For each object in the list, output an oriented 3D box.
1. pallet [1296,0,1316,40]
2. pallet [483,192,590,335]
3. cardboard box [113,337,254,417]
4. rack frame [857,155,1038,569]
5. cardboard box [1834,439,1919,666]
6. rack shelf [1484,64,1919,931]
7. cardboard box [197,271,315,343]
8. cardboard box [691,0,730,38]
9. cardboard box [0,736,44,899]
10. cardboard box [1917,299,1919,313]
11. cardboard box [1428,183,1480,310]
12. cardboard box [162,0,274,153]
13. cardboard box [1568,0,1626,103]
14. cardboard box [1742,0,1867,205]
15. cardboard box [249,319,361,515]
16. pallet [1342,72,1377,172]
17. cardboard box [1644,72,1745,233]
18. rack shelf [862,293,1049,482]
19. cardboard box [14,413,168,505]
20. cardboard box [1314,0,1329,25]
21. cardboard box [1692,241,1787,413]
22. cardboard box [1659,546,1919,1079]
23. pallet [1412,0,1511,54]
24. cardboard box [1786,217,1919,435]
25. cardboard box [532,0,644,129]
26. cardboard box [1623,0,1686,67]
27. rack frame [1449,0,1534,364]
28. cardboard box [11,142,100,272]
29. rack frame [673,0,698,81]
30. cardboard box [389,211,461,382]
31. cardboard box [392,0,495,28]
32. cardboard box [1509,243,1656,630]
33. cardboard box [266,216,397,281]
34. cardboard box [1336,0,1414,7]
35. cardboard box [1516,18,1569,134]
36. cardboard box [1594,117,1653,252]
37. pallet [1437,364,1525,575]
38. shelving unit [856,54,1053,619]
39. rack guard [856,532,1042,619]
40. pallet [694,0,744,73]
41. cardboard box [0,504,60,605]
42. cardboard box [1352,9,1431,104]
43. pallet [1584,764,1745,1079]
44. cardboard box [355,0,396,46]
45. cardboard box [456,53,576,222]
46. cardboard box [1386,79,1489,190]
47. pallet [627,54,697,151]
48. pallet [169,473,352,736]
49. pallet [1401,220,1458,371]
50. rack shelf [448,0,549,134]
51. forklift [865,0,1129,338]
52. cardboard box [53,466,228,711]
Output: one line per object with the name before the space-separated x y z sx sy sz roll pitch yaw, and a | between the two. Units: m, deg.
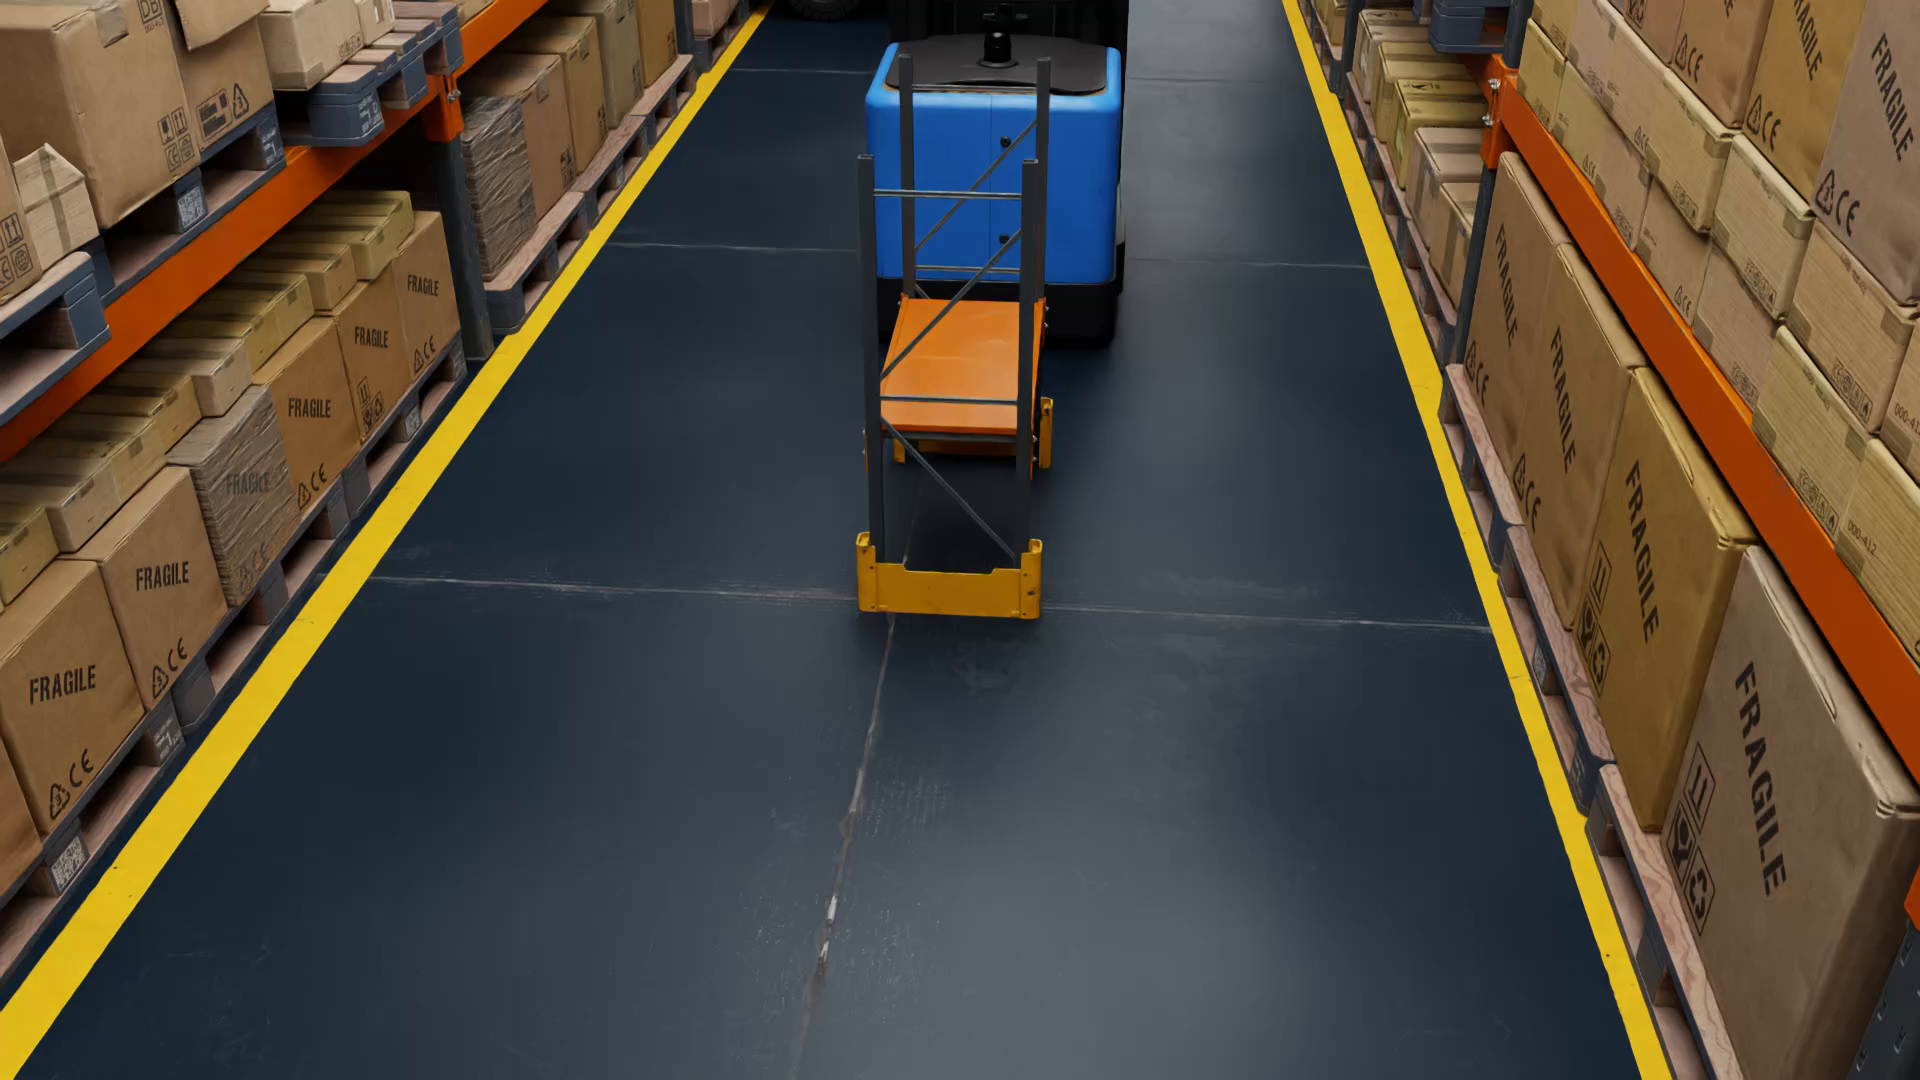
pallet | 2.914 -3.755 11.642 1.003 0.211 1.213 2 32 4
pallet | -2.369 -1.310 7.674 1.003 0.211 1.213 2 32 4
cardboard box | -2.399 -0.498 5.062 0.380 0.149 0.250 1 32 2
rack frame | -0.034 -0.417 4.998 0.500 1.500 0.032 2 32 4
cardboard box | 1.932 0.052 2.949 0.500 0.250 0.500 2 32 3
rack shelf | 2.310 -0.506 4.398 1.077 0.370 4.000 2 32 4
cardboard box | -2.386 -0.774 5.511 0.380 0.149 0.250 3 32 5
cardboard box | -1.780 -3.407 10.640 0.500 0.250 0.500 3 32 4
cardboard box | -2.537 0.666 3.793 0.500 0.500 0.500 4 32 6
cardboard box | 1.933 -0.479 2.620 0.500 0.500 0.500 3 32 6
cardboard box | 2.529 -1.213 6.964 0.950 0.372 0.625 0 32 1
cardboard box | -2.423 -1.429 4.712 0.797 0.503 0.637 2 32 3
cardboard box | 2.142 -1.482 4.963 0.500 0.250 0.500 3 32 5
cardboard box | 2.029 -1.014 3.488 0.500 0.500 0.500 3 32 5
cardboard box | -2.386 -0.417 5.551 0.500 0.500 0.500 4 32 6
pallet | 2.736 -2.355 9.371 1.003 0.211 1.213 2 32 4
cardboard box | 2.035 -0.958 4.111 0.500 0.250 0.500 3 32 5
rack shelf | 0.007 -0.530 5.523 0.538 0.185 1.000 2 32 4
cardboard box | -2.462 -0.229 4.626 0.380 0.149 0.250 4 32 6
cardboard box | 2.612 -3.557 10.884 0.500 0.250 0.500 2 32 3
cardboard box | 2.035 -0.477 3.808 0.500 0.250 0.500 2 32 3
cardboard box | 2.118 0.632 3.491 0.875 0.875 0.875 3 32 6
pallet | 2.424 -2.154 6.568 1.213 0.211 1.003 2 32 4
cardboard box | 1.974 -0.418 3.236 0.500 0.250 0.500 3 32 5
cardboard box | -2.251 -2.649 9.052 0.875 0.625 0.625 2 32 3
cardboard box | 2.100 -1.549 4.356 0.500 0.500 0.500 3 32 5
rack frame | 2.473 -1.858 5.906 1.000 3.000 0.127 2 32 4
cardboard box | -2.305 -0.808 3.930 0.396 0.266 0.258 4 32 6
rack frame | -2.149 -4.160 9.641 1.000 3.000 0.127 2 32 4
cardboard box | -2.295 -0.952 6.419 0.500 0.500 0.500 3 32 5
cardboard box | -2.195 -2.226 6.646 0.500 0.250 0.500 3 32 4
cardboard box | 2.257 -0.308 5.016 0.875 0.875 0.875 3 32 5
cardboard box | -2.254 -1.046 5.952 0.380 0.149 0.250 1 32 1
cardboard box | 2.579 -3.598 10.235 0.500 0.500 0.500 2 32 3
cardboard box | 2.182 -1.549 5.547 0.500 0.250 0.500 2 32 3
cardboard box | 2.109 -1.006 4.666 0.500 0.250 0.500 3 32 6
pallet | 2.333 -0.262 5.974 1.003 0.211 1.213 2 32 4
shelving unit | 0.006 -0.678 5.421 0.587 1.500 1.083 2 32 4
rack guard | -0.034 0.114 5.327 0.587 0.250 0.087 2 32 4
pallet | -2.043 -3.387 11.044 1.003 0.211 1.213 2 32 4
cardboard box | -2.542 0.030 4.207 0.380 0.149 0.250 2 32 3
cardboard box | 2.758 -2.735 9.434 0.950 0.372 0.625 3 32 5
pallet | 2.135 1.014 3.903 1.003 0.211 1.213 2 32 4
cardboard box | -2.146 -1.780 5.619 0.380 0.149 0.250 3 32 5
cardboard box | -2.365 -1.904 7.843 0.875 0.625 0.625 3 32 6
cardboard box | 2.648 -1.996 8.234 0.950 0.372 0.625 3 32 6
pallet | -2.170 -2.586 9.745 1.003 0.211 1.213 2 32 4
pallet | -2.675 0.144 5.315 1.003 0.211 1.213 2 32 4
pallet | 2.538 -1.080 7.300 1.003 0.211 1.213 2 32 4
rack shelf | -2.312 -2.808 8.133 1.077 0.370 4.000 2 32 4
forklift | 0.242 -2.846 7.574 1.130 2.935 3.031 2 32 4
cardboard box | -2.458 0.126 4.669 0.500 0.500 0.500 2 32 3
